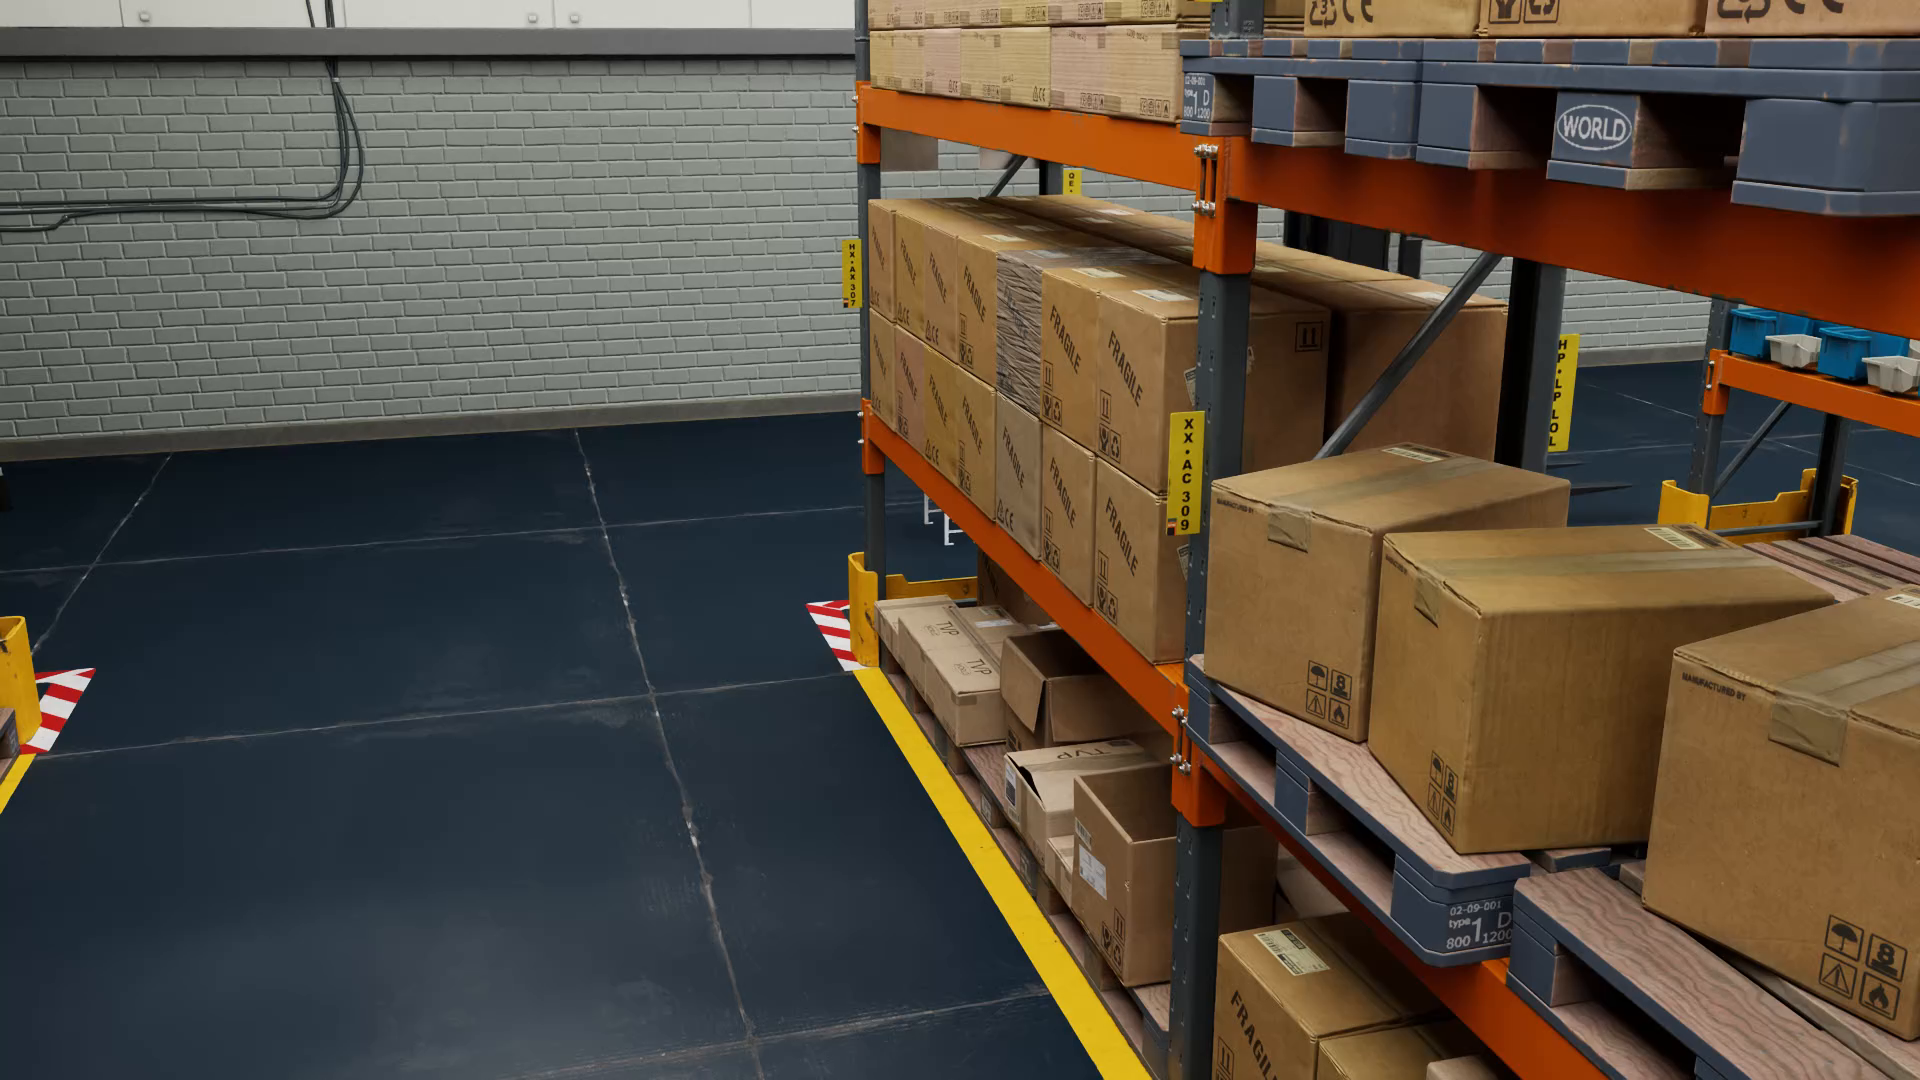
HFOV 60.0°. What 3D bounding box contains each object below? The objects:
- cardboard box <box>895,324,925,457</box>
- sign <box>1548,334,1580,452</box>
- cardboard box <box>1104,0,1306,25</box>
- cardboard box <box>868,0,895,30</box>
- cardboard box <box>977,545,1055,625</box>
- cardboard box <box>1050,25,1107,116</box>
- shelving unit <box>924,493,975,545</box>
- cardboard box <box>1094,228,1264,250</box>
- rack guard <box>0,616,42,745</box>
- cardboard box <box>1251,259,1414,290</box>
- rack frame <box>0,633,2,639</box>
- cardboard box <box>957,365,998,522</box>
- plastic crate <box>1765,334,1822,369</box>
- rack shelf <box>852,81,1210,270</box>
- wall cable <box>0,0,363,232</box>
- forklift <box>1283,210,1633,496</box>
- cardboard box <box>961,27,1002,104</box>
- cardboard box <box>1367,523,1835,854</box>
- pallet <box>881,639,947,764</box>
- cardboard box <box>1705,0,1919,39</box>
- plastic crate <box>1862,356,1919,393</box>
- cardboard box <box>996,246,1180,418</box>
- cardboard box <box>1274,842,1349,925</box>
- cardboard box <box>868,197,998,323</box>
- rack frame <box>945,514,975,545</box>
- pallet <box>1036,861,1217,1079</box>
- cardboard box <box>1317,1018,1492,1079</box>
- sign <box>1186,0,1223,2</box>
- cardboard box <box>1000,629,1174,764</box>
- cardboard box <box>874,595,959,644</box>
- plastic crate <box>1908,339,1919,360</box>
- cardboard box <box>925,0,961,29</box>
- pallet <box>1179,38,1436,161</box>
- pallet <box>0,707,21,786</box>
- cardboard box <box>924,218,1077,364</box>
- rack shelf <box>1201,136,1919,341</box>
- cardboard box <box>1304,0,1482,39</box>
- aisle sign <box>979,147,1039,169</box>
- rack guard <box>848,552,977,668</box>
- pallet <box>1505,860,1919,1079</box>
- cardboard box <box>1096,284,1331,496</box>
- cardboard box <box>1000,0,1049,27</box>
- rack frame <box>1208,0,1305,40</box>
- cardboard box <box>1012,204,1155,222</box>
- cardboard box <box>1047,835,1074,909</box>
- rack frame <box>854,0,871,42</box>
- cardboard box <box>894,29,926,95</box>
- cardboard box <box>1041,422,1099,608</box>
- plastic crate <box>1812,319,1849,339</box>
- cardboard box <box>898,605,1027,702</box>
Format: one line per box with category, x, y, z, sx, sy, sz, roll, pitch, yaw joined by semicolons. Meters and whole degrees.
cardboard box;0.022;-0.670;7.295;0.500;0.500;0.500;-5;17;-16
sign;1.639;-0.401;4.561;0.100;0.325;0.005;-5;17;-15
cardboard box;0.711;-1.519;4.473;0.500;0.250;0.500;-5;17;-15
cardboard box;-0.102;-2.350;7.238;0.500;0.250;0.500;-5;17;-15
cardboard box;0.393;0.209;8.122;0.500;0.500;0.500;-5;17;-15
cardboard box;0.590;-1.419;5.009;0.500;0.250;0.500;-5;17;-15
shelving unit;-0.045;-0.620;10.432;0.258;1.200;0.503;-5;17;-15
cardboard box;0.821;-0.909;6.352;0.500;0.500;0.500;-4;17;-14
rack guard;-4.762;0.675;7.336;1.175;0.500;0.348;-5;17;-15
cardboard box;1.105;-0.624;5.403;0.500;0.500;0.500;-5;18;-17
rack frame;-4.755;-0.516;6.954;1.000;3.000;0.127;-5;17;-15
cardboard box;0.293;-0.393;6.372;0.500;0.500;0.500;-4;17;-15
plastic crate;4.530;-1.012;8.960;0.250;0.136;0.298;-5;17;-15
rack shelf;0.557;-1.447;6.092;1.077;0.370;4.000;-5;17;-15
wall cable;-5.966;-3.494;11.840;3.097;2.526;0.112;-5;17;-15
forklift;2.852;-1.563;10.560;3.031;2.935;1.130;-3;17;-10
cardboard box;0.311;-1.695;5.929;0.500;0.250;0.500;-5;17;-15
cardboard box;1.271;0.283;3.392;0.700;0.500;0.500;-2;17;-6
pallet;0.248;0.669;7.859;1.003;0.211;1.213;-5;17;-15
cardboard box;1.543;-1.021;2.347;0.600;0.600;0.600;-5;18;-17
plastic crate;4.717;-0.824;8.335;0.250;0.136;0.298;-5;17;-15
cardboard box;0.437;-0.729;5.753;0.500;0.500;0.500;-5;17;-15
cardboard box;1.199;1.142;5.345;0.500;0.311;0.500;-5;17;-15
cardboard box;-0.125;-1.291;7.625;0.500;0.500;0.500;-4;17;-14
rack frame;0.022;-0.553;10.207;0.240;1.200;0.015;-5;17;-15
pallet;0.918;1.344;5.612;1.003;0.211;1.213;-5;17;-15
cardboard box;1.162;1.484;3.877;0.500;0.500;0.500;-4;17;-14
sign;0.587;-1.441;3.922;0.100;0.325;0.005;-5;17;-15
cardboard box;0.585;0.664;6.603;0.797;0.503;0.637;-5;17;-15
cardboard box;-0.208;0.389;8.132;0.380;0.149;0.250;-5;17;-15
plastic crate;5.169;-0.990;8.888;0.396;0.136;0.243;-5;17;-15
cardboard box;0.172;-2.073;6.317;0.500;0.250;0.500;-5;17;-15
pallet;1.218;-0.962;3.555;1.213;0.211;1.003;-5;17;-15
pallet;-4.460;1.035;6.640;1.003;0.211;1.213;-5;17;-15
cardboard box;0.159;-1.009;6.684;0.500;0.500;0.500;-4;17;-14
rack shelf;1.656;-0.341;2.408;1.077;0.370;4.000;-5;17;-15
cardboard box;1.174;-1.390;3.574;0.600;0.600;0.600;-6;18;-20
aisle sign;0.283;-2.196;8.031;0.394;0.787;0.004;-5;17;-15
rack guard;0.028;0.310;8.551;1.175;0.500;0.348;-5;17;-15
pallet;1.667;0.859;2.712;1.003;0.211;1.213;-5;17;-15
cardboard box;0.718;-0.448;4.817;0.500;0.500;0.500;-5;17;-15
cardboard box;0.442;-1.796;5.395;0.500;0.250;0.500;-5;17;-15
rack frame;1.106;-2.675;3.715;1.000;3.000;0.127;-5;17;-15
cardboard box;0.533;-1.194;7.301;0.500;0.500;0.500;-4;17;-14
cardboard box;0.516;1.119;5.704;0.380;0.149;0.250;-5;17;-15
rack frame;0.007;-3.781;7.398;1.000;3.000;0.127;-5;17;-15
cardboard box;0.029;-1.971;6.848;0.500;0.250;0.500;-5;17;-15
cardboard box;0.579;-0.110;5.431;0.500;0.500;0.500;-4;17;-14
plastic crate;5.042;-1.267;9.289;0.616;0.435;0.499;-5;17;-15
cardboard box;0.021;0.509;7.558;0.500;0.250;0.500;-5;17;-15
